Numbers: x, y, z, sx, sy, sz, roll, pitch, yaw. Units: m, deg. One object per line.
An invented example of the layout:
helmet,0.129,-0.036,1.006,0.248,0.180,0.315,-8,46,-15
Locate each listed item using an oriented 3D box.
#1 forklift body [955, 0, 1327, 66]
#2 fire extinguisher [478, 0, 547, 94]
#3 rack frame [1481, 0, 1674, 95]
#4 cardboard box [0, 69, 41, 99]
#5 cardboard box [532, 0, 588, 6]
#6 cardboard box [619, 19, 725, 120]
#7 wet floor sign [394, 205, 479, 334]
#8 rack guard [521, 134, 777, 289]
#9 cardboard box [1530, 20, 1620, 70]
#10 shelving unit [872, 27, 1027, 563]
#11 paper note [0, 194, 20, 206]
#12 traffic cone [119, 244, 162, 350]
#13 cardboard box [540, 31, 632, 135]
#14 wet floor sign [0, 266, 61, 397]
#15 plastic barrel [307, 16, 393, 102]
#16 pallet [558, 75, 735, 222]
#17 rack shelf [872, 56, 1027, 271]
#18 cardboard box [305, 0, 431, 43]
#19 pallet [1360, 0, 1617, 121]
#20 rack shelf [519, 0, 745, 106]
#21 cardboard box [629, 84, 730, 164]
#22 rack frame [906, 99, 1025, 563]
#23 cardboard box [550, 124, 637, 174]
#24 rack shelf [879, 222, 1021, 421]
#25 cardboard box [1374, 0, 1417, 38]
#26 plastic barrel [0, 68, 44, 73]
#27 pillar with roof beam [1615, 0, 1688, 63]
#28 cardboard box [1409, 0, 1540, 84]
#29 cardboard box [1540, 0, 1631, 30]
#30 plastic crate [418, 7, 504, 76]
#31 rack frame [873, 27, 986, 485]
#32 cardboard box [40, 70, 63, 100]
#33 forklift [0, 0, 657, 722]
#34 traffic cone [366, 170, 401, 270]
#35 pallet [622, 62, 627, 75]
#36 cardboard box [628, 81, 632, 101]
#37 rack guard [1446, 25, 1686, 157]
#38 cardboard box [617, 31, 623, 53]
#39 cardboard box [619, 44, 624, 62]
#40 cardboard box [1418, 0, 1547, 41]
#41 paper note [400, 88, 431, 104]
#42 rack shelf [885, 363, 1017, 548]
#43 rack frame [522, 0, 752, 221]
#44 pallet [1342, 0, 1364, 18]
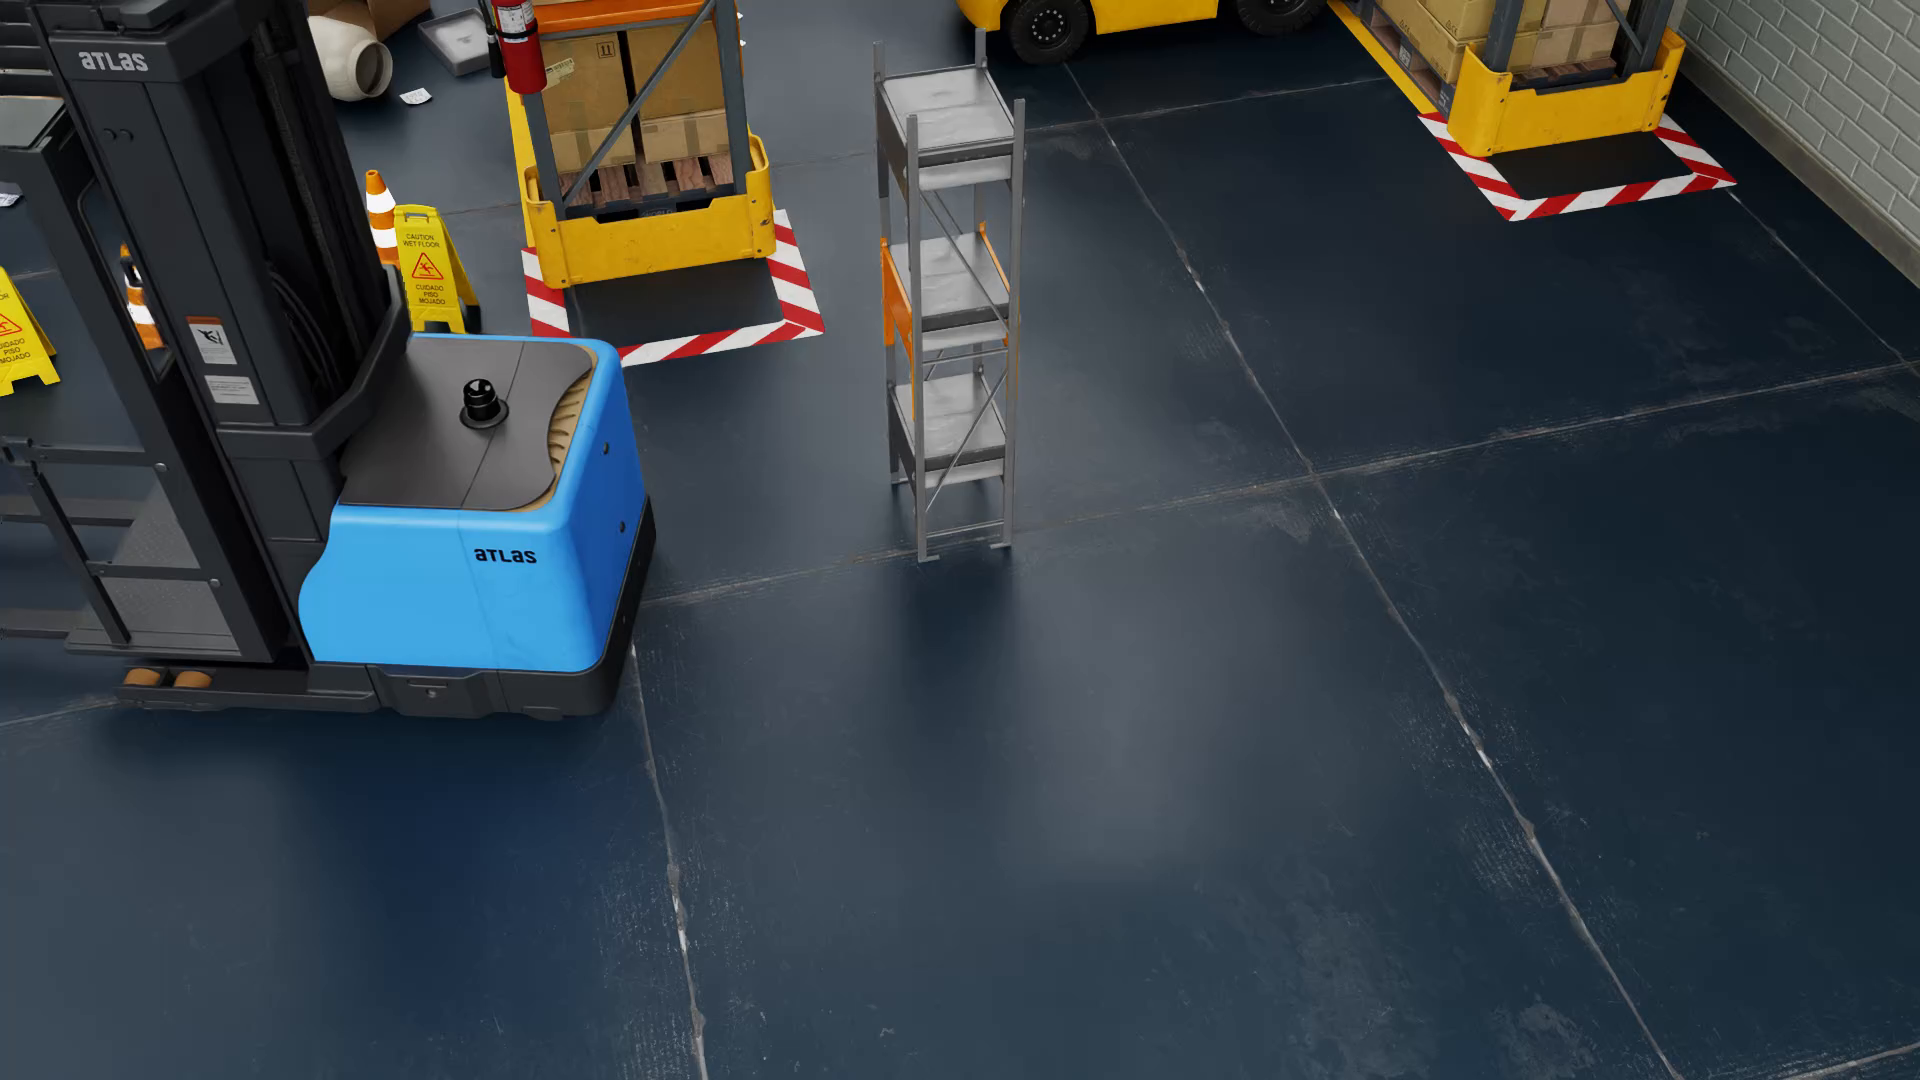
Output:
forklift body,1.041,-4.042,9.456,2.313,2.155,1.214,-11,47,-10
fire extinguisher,-1.924,-2.263,7.173,0.296,0.674,0.183,-11,47,-10
rack frame,3.290,-3.364,8.197,1.000,3.000,0.127,-11,47,-10
cardboard box,-5.070,-2.433,9.200,0.396,0.266,0.258,-3,46,-3
cardboard box,-1.810,-2.585,7.609,0.380,0.149,0.250,-9,46,-9
cardboard box,-1.453,-2.524,8.481,0.500,0.500,0.500,-12,47,-12
wet floor sign,-2.493,-1.303,7.826,0.267,0.644,0.232,4,46,4
rack guard,-1.527,-1.631,8.249,1.175,0.500,0.348,-11,47,-10
cardboard box,3.353,-2.923,9.396,0.500,0.250,0.500,-11,47,-10
shelving unit,-0.042,-0.849,6.363,0.431,2.100,0.503,-11,47,-10
paper note,-5.016,-1.803,8.748,0.144,0.017,0.142,4,46,4
traffic cone,-3.851,-1.189,7.842,0.336,0.463,0.334,-11,47,-10
cardboard box,-1.965,-2.406,8.365,0.500,0.500,0.500,-10,46,-10
wet floor sign,-4.345,-0.997,7.526,0.267,0.644,0.232,-18,48,-17
plastic barrel,-3.500,-2.701,9.351,0.512,0.421,0.421,19,48,17
pallet,-1.701,-2.097,8.908,1.003,0.211,1.213,-11,47,-10
rack shelf,-0.042,-1.330,5.873,0.431,0.518,0.480,-11,47,-10
cardboard box,-3.573,-3.353,9.934,0.500,0.500,0.500,19,48,17
pallet,3.053,-2.908,9.703,1.003,0.211,1.213,-11,47,-10
rack shelf,-2.020,-3.583,8.915,1.077,0.370,4.000,-11,47,-10
cardboard box,-1.447,-2.246,8.732,0.500,0.250,0.500,-11,47,-11
rack frame,0.020,-0.681,6.198,0.400,2.100,0.015,-11,47,-10
cardboard box,-1.981,-2.164,8.652,0.500,0.250,0.500,-11,47,-11
rack shelf,-0.042,-0.840,6.373,0.431,0.518,0.480,-11,47,-10
cardboard box,2.746,-3.160,9.628,0.500,0.250,0.500,-11,47,-10
plastic barrel,-5.518,-2.836,9.483,0.512,0.421,0.421,19,48,17
pillar with roof beam,-0.179,-5.322,5.916,9.100,9.000,0.400,-11,47,-10
cardboard box,2.864,-2.815,9.290,0.500,0.250,0.500,-10,46,-10
cardboard box,3.370,-3.086,9.206,0.500,0.250,0.500,-10,46,-10
plastic crate,-2.922,-2.959,9.845,0.402,0.080,0.583,-26,51,-24
rack frame,-0.105,-1.018,6.528,0.400,2.100,0.015,-11,47,-10
cardboard box,-4.405,-2.330,8.931,0.637,0.503,0.797,27,51,24
forklift,-2.798,-0.746,5.680,3.031,2.935,1.130,2,46,2
traffic cone,-2.865,-1.627,8.271,0.336,0.463,0.334,-11,47,-10
pallet,-2.010,-2.938,9.732,1.003,0.211,1.213,-11,47,-10
cardboard box,-1.570,-2.599,9.079,0.500,0.250,0.500,-9,46,-9
rack guard,3.296,-2.472,9.073,1.175,0.500,0.348,-11,47,-10
cardboard box,-1.591,-2.885,8.834,0.500,0.500,0.500,-12,47,-12
cardboard box,-1.722,-2.974,9.446,0.500,0.250,0.500,-8,46,-8
cardboard box,2.863,-3.002,9.124,0.500,0.250,0.500,-11,47,-11
paper note,-3.094,-2.526,9.455,0.142,0.019,0.148,-26,51,-24
rack shelf,-0.042,-0.350,6.873,0.431,0.518,0.480,-11,47,-10
rack frame,-1.508,-2.454,7.305,1.000,3.000,0.127,-11,47,-10
pallet,2.745,-3.749,10.527,1.003,0.211,1.213,-11,47,-10
